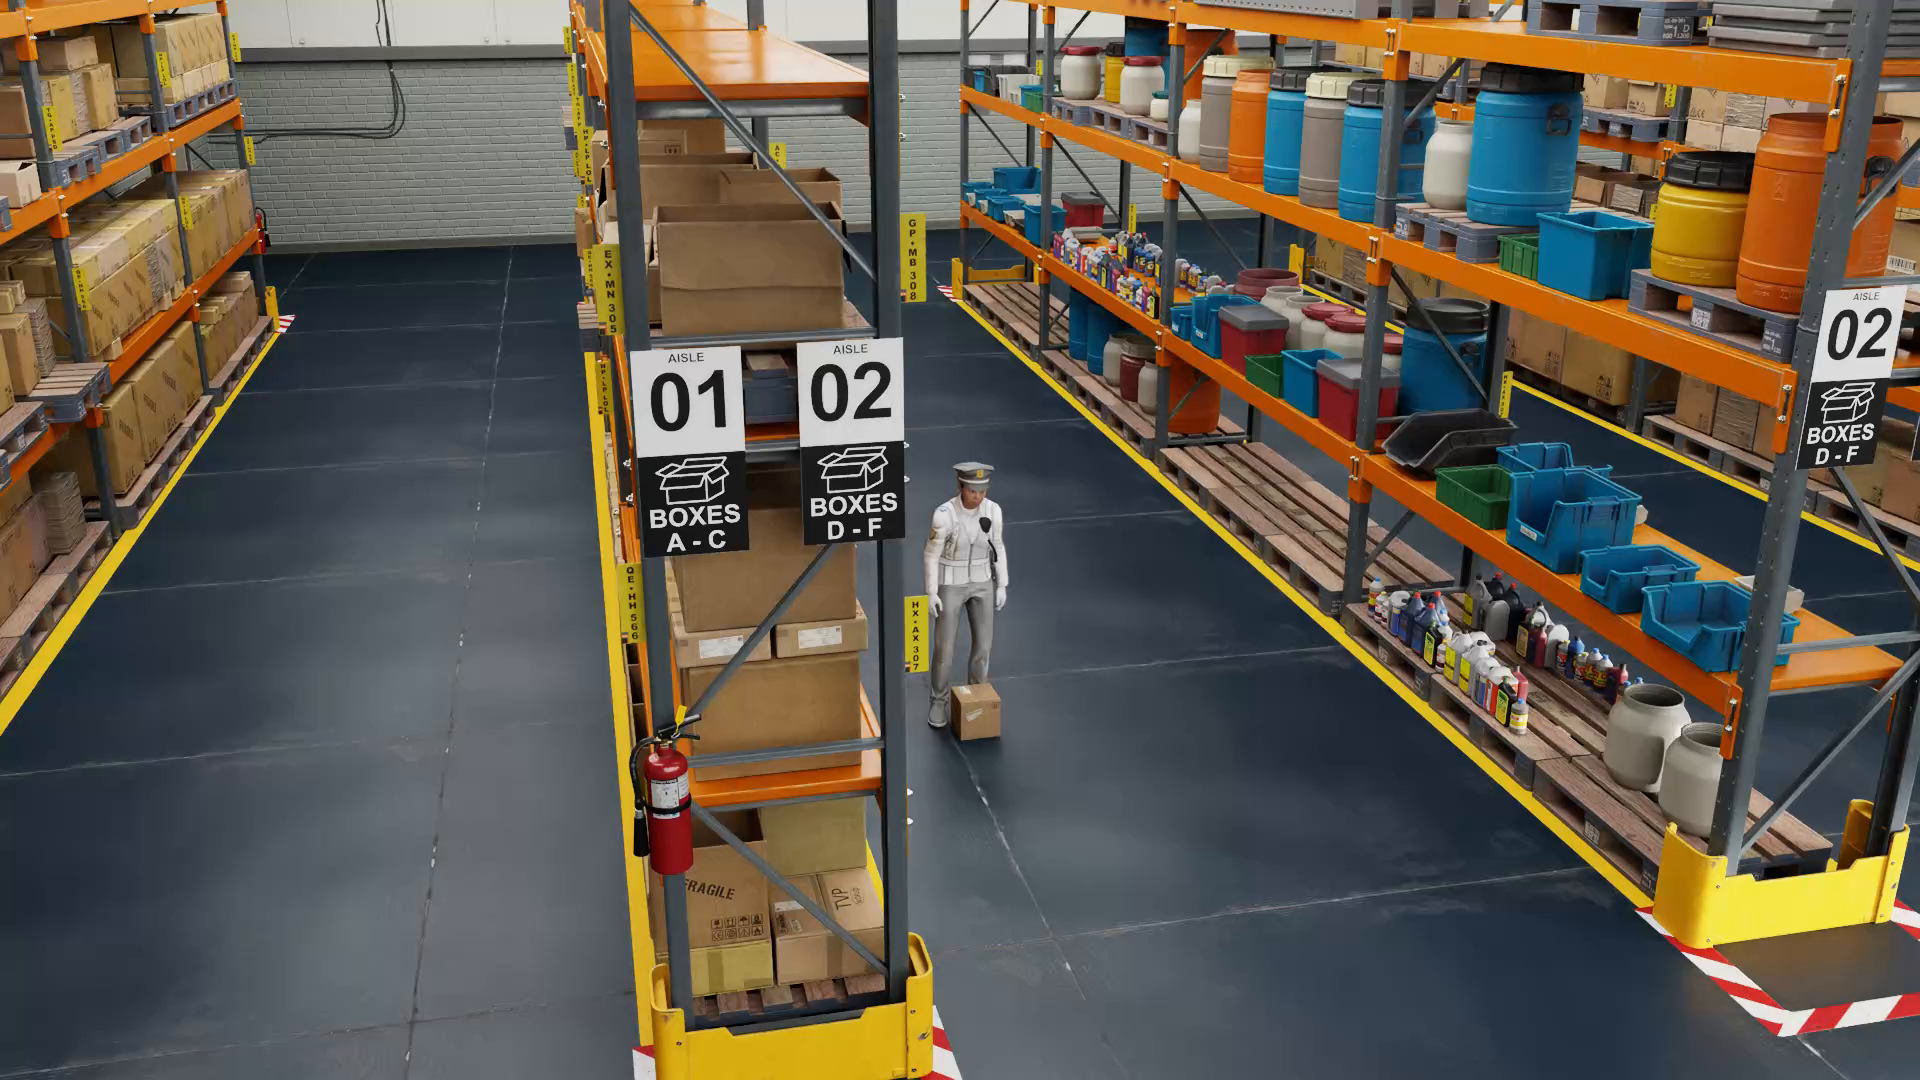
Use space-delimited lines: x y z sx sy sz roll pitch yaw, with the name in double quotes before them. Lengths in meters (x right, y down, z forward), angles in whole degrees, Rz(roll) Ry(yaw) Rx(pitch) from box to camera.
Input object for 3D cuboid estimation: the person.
"person" 0.044 0.316 10.185 0.544 1.663 0.415 -6 21 -16
